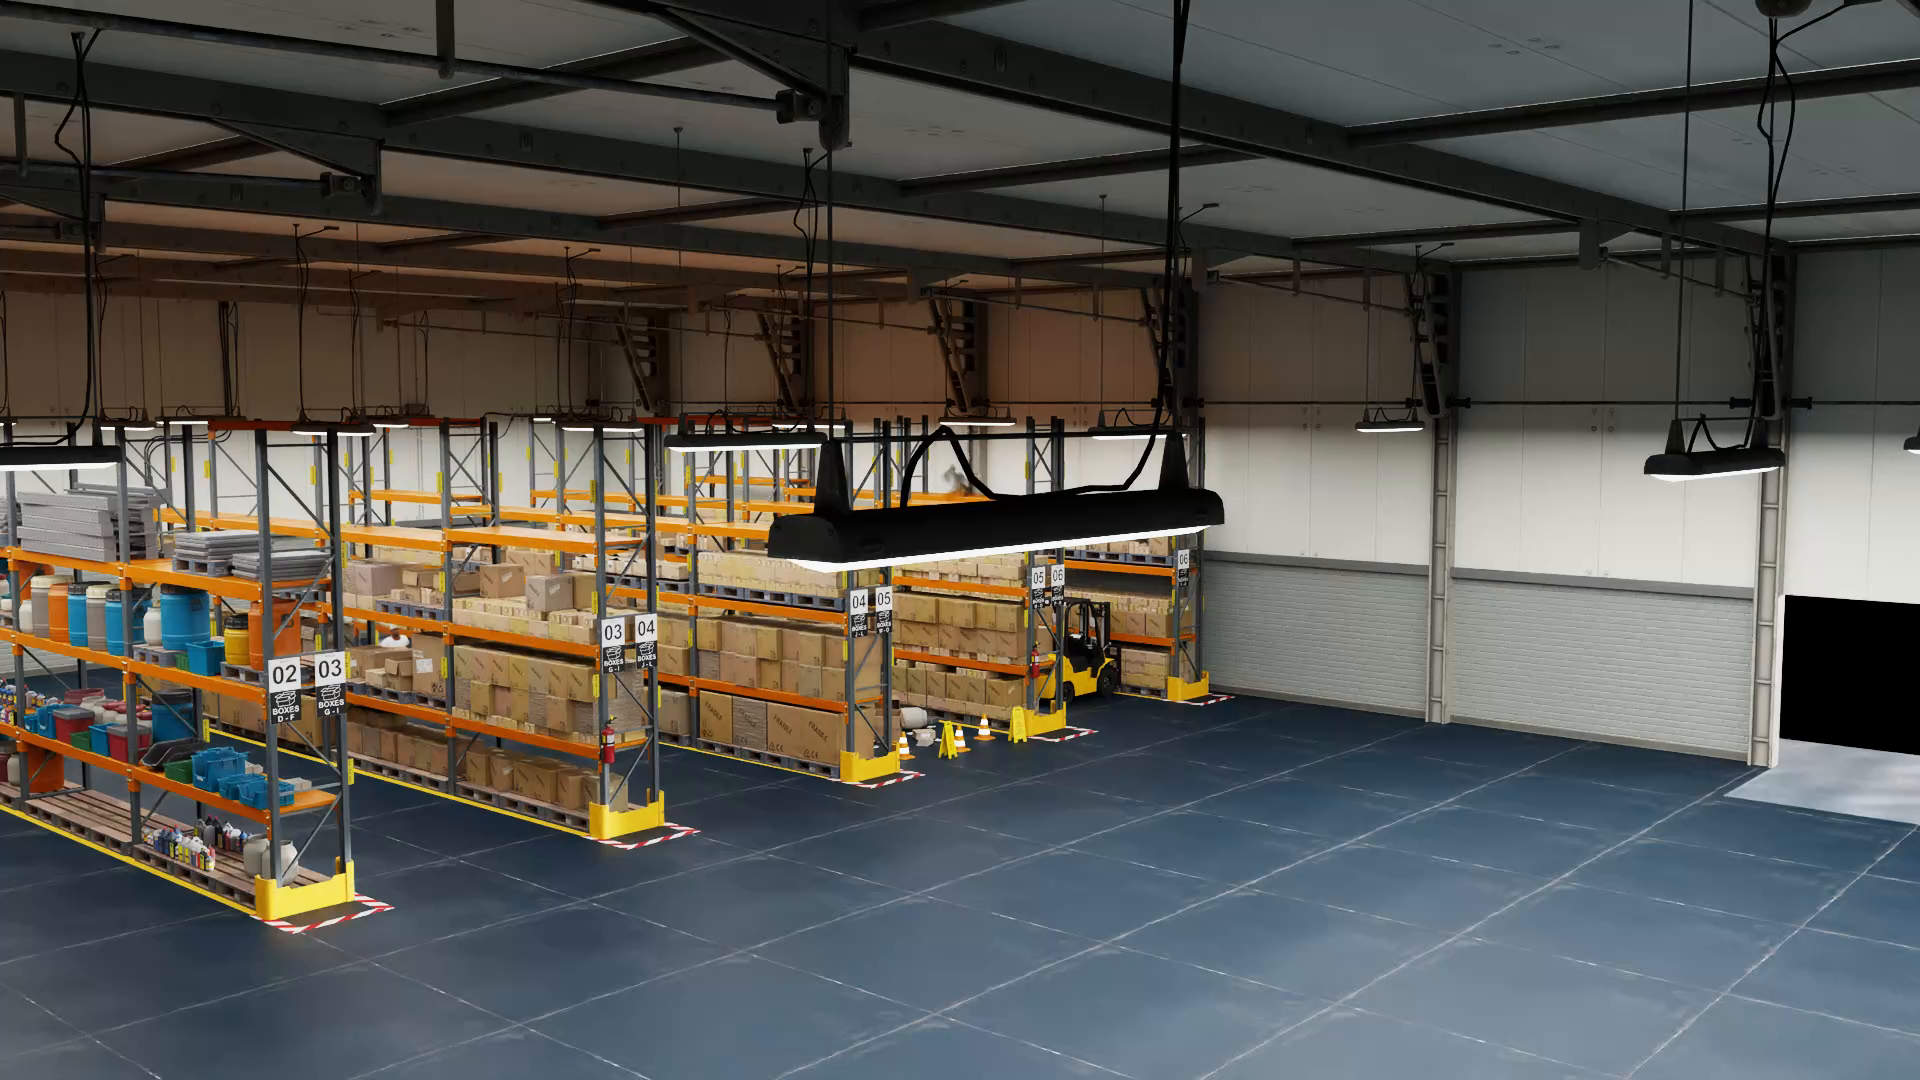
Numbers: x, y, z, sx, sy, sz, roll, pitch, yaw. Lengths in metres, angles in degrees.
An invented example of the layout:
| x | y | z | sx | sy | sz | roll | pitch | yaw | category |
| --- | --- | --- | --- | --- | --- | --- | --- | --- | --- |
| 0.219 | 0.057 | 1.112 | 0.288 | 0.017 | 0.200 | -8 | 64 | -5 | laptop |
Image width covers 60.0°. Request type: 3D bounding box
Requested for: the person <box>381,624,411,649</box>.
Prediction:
| x | y | z | sx | sy | sz | roll | pitch | yaw | category |
| --- | --- | --- | --- | --- | --- | --- | --- | --- | --- |
| -11.690 | 2.588 | 34.632 | 0.712 | 1.729 | 0.639 | -4 | 6 | -42 | person |

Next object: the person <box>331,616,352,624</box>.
| x | y | z | sx | sy | sz | roll | pitch | yaw | category |
| --- | --- | --- | --- | --- | --- | --- | --- | --- | --- |
| -14.540 | 2.244 | 39.171 | 0.631 | 1.640 | 0.836 | 1 | 5 | 17 | person |
